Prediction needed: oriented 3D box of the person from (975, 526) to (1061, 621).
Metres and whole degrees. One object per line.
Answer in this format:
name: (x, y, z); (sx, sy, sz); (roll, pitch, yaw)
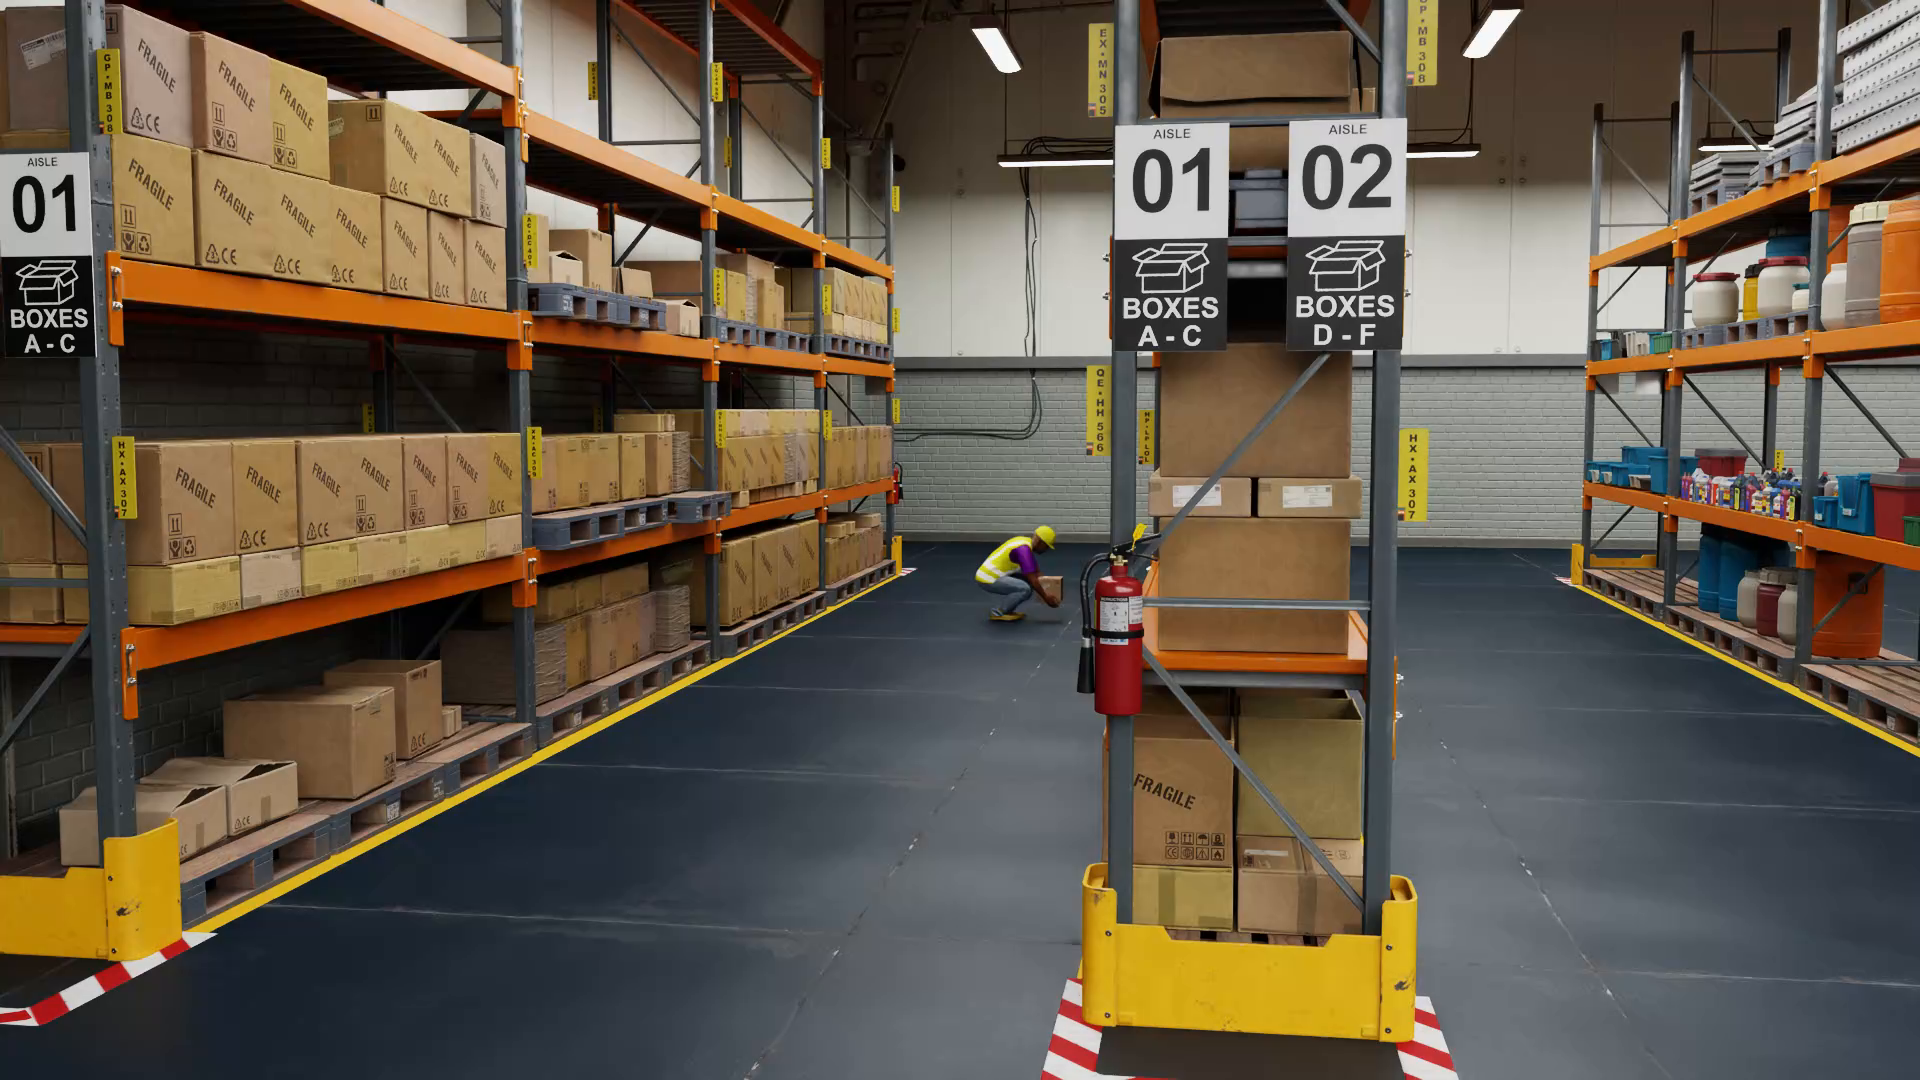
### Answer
person: (0.617, 0.347, 17.554); (0.888, 0.996, 0.586); (1, 4, 9)
